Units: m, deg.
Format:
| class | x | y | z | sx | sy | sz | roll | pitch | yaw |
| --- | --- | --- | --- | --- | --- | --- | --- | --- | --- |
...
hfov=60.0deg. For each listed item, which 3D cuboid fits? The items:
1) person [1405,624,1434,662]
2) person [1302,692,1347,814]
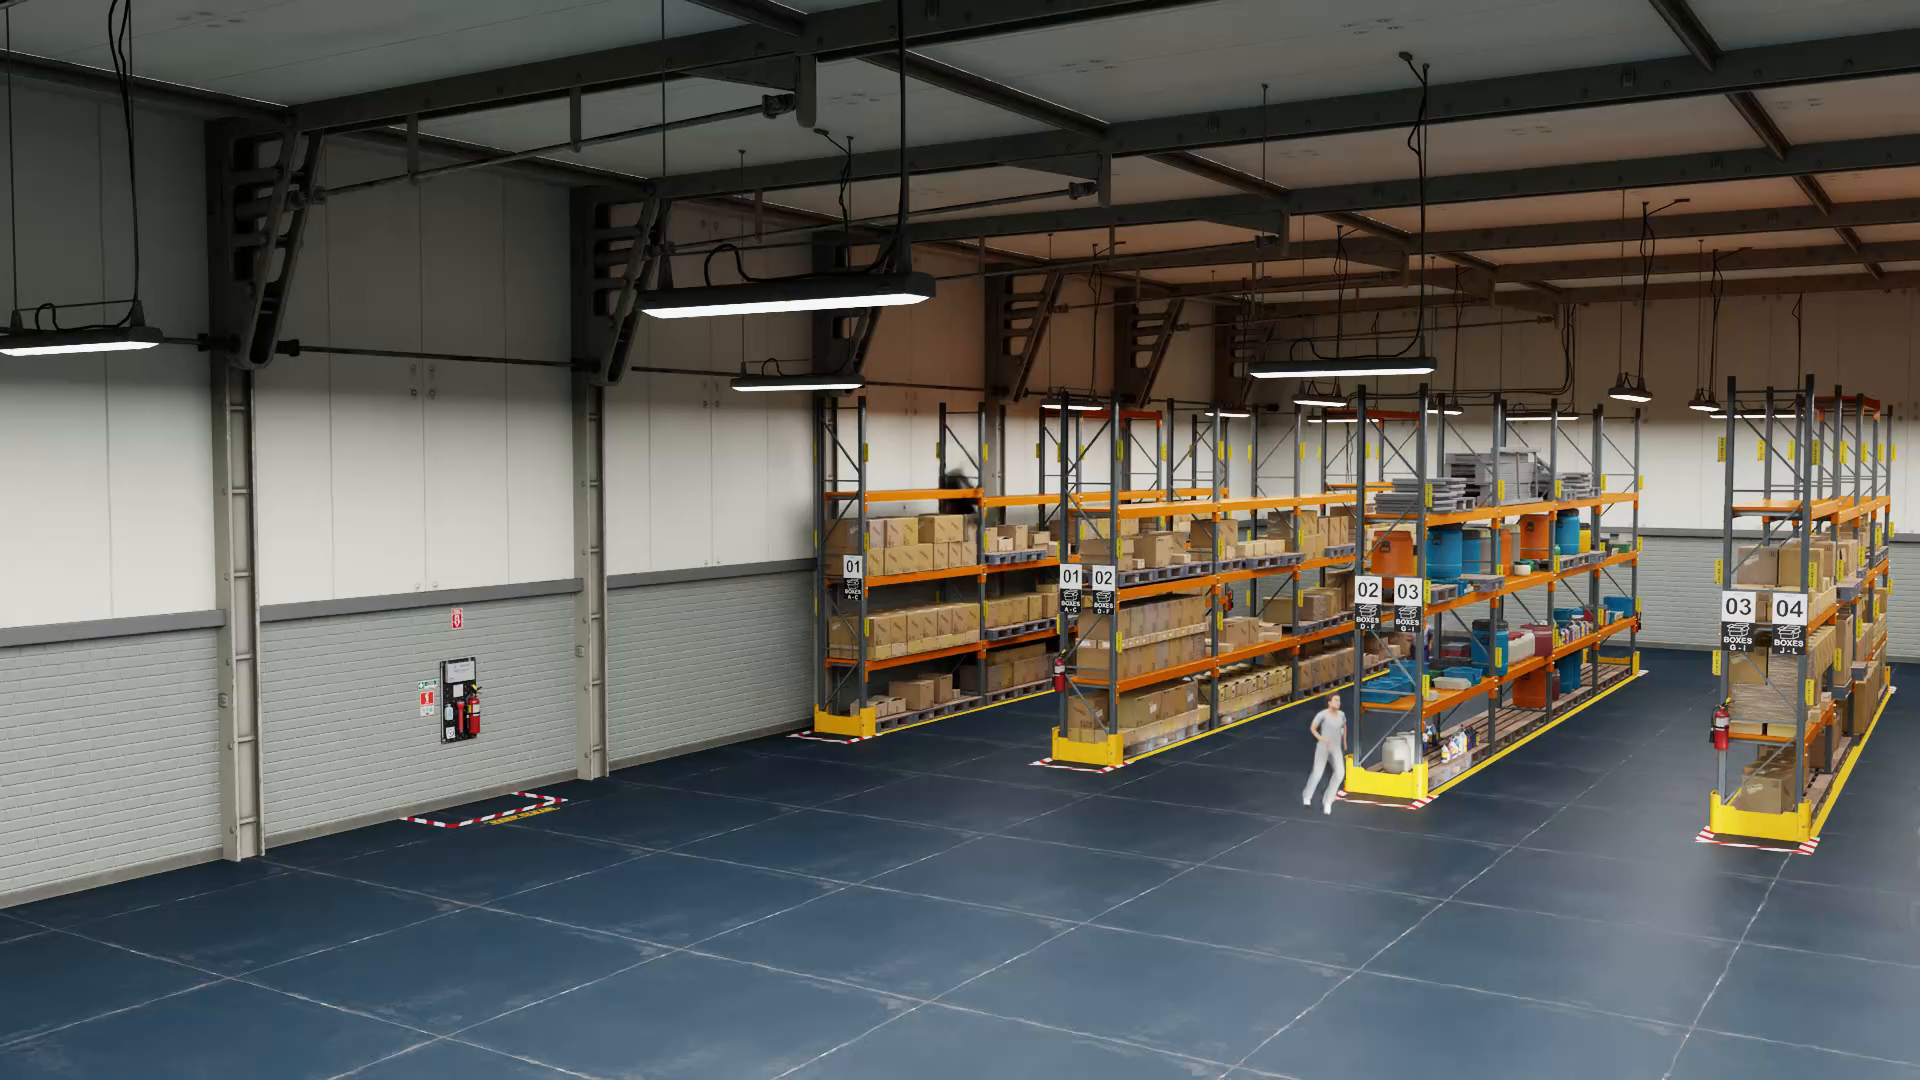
| class | x | y | z | sx | sy | sz | roll | pitch | yaw |
| --- | --- | --- | --- | --- | --- | --- | --- | --- | --- |
| person | 9.523 | 2.353 | 34.477 | 0.597 | 1.654 | 0.854 | 1 | 3 | 23 |
| person | 5.178 | 2.962 | 23.310 | 0.640 | 1.676 | 0.686 | -1 | 3 | -12 |
